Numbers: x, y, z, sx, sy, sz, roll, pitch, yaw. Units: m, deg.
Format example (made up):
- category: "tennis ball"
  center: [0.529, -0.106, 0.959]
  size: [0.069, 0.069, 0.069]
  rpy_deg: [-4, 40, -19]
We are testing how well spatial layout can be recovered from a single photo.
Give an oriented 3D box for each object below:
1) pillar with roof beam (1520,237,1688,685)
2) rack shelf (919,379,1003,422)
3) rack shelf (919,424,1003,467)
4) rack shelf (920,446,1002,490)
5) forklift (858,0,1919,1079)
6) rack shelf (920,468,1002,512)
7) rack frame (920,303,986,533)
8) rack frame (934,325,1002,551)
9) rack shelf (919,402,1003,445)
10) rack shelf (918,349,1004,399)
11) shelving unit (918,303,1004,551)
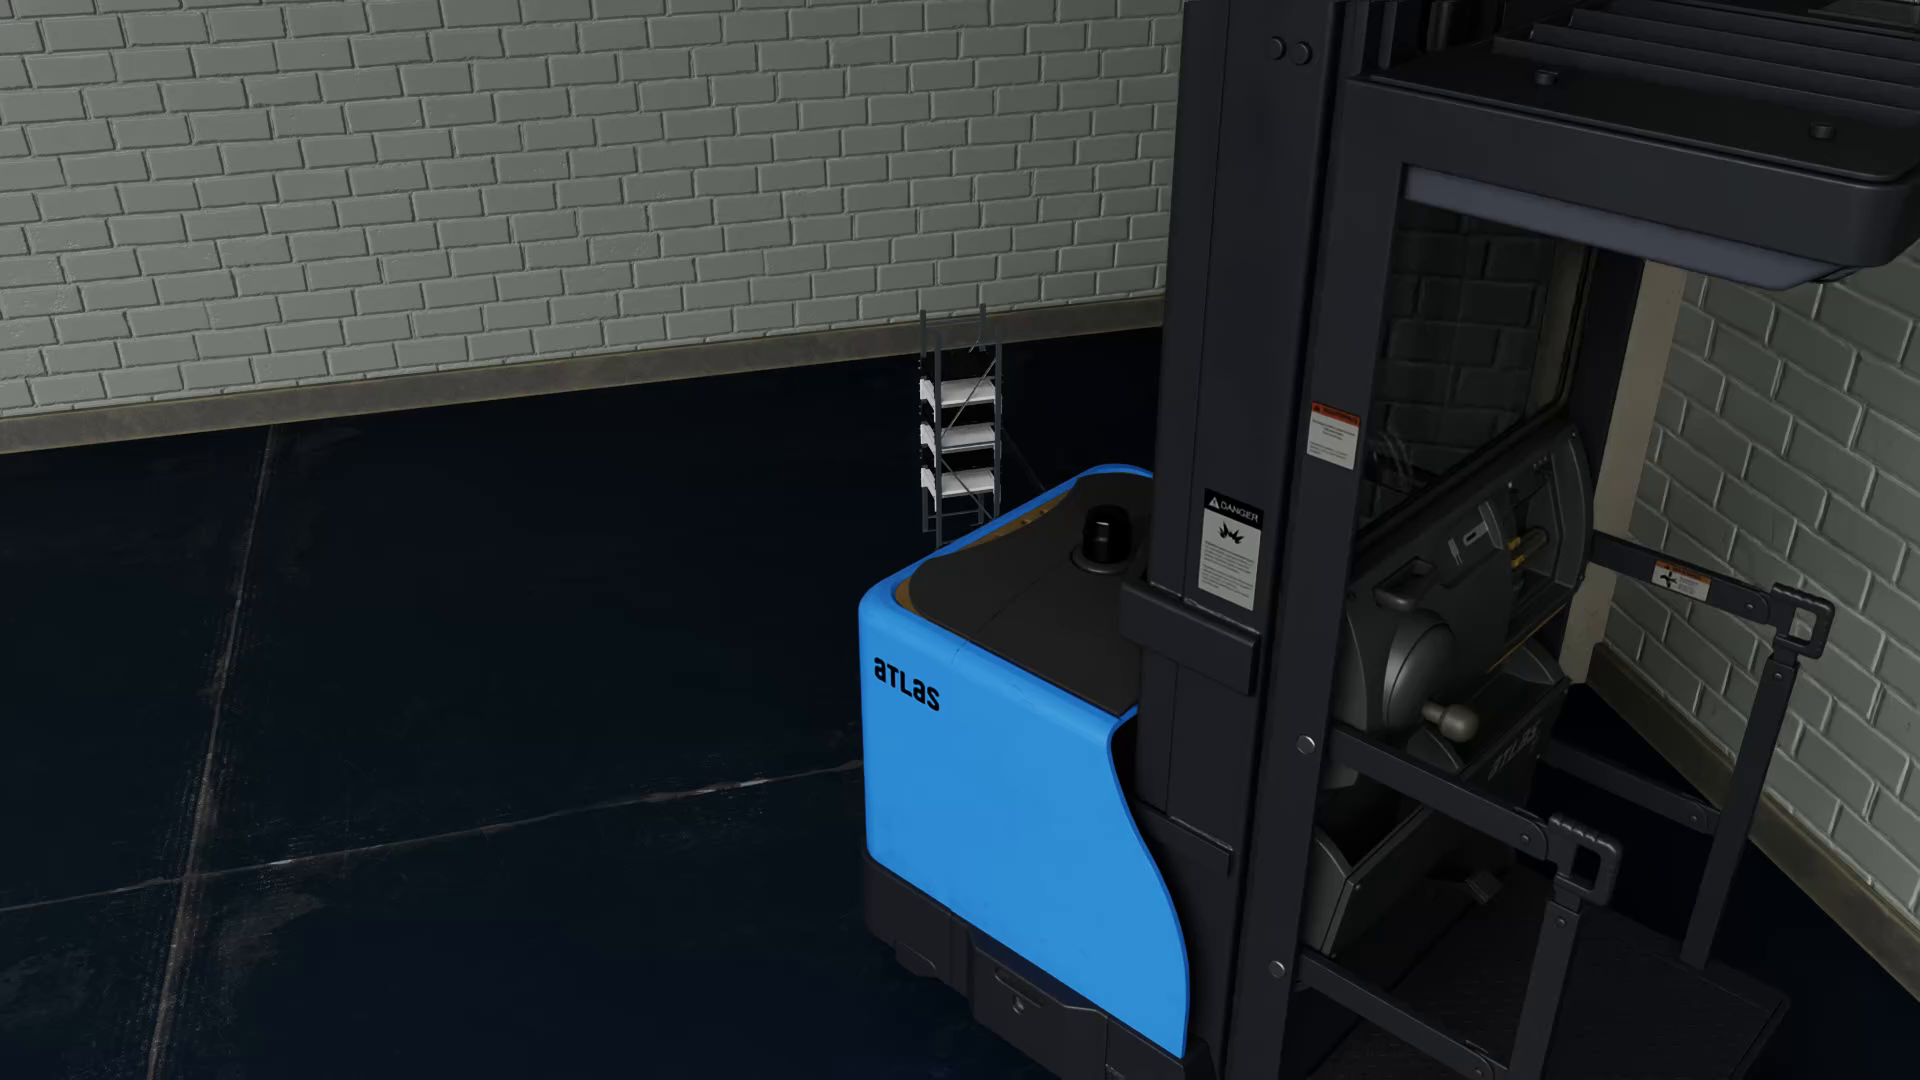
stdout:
- category: "pillar with roof beam"
  center: [-2.268, -2.937, 2.341]
  size: [9.100, 9.000, 0.400]
  rpy_deg: [-8, 31, -13]
- category: "rack shelf"
  center: [0.002, -0.512, 5.944]
  size: [0.258, 0.077, 0.200]
  rpy_deg: [-8, 31, -13]
- category: "rack shelf"
  center: [0.002, -0.357, 6.034]
  size: [0.258, 0.077, 0.200]
  rpy_deg: [-8, 31, -13]
- category: "rack shelf"
  center: [0.002, -0.279, 6.080]
  size: [0.258, 0.077, 0.200]
  rpy_deg: [-8, 31, -13]
- category: "forklift"
  center: [1.165, 0.110, 3.134]
  size: [3.031, 2.935, 1.130]
  rpy_deg: [25, 38, 36]
- category: "rack shelf"
  center: [0.002, -0.201, 6.125]
  size: [0.258, 0.077, 0.200]
  rpy_deg: [-8, 31, -13]
- category: "rack frame"
  center: [-0.025, -0.435, 6.103]
  size: [0.240, 0.900, 0.006]
  rpy_deg: [-8, 31, -13]
- category: "rack frame"
  center: [0.029, -0.336, 5.933]
  size: [0.240, 0.900, 0.006]
  rpy_deg: [-8, 31, -13]
- category: "rack shelf"
  center: [0.002, -0.435, 5.989]
  size: [0.258, 0.077, 0.200]
  rpy_deg: [-8, 31, -13]
- category: "rack shelf"
  center: [0.002, -0.590, 5.899]
  size: [0.258, 0.077, 0.200]
  rpy_deg: [-8, 31, -13]
- category: "shelving unit"
  center: [0.002, -0.386, 6.018]
  size: [0.258, 0.900, 0.210]
  rpy_deg: [-8, 31, -13]
